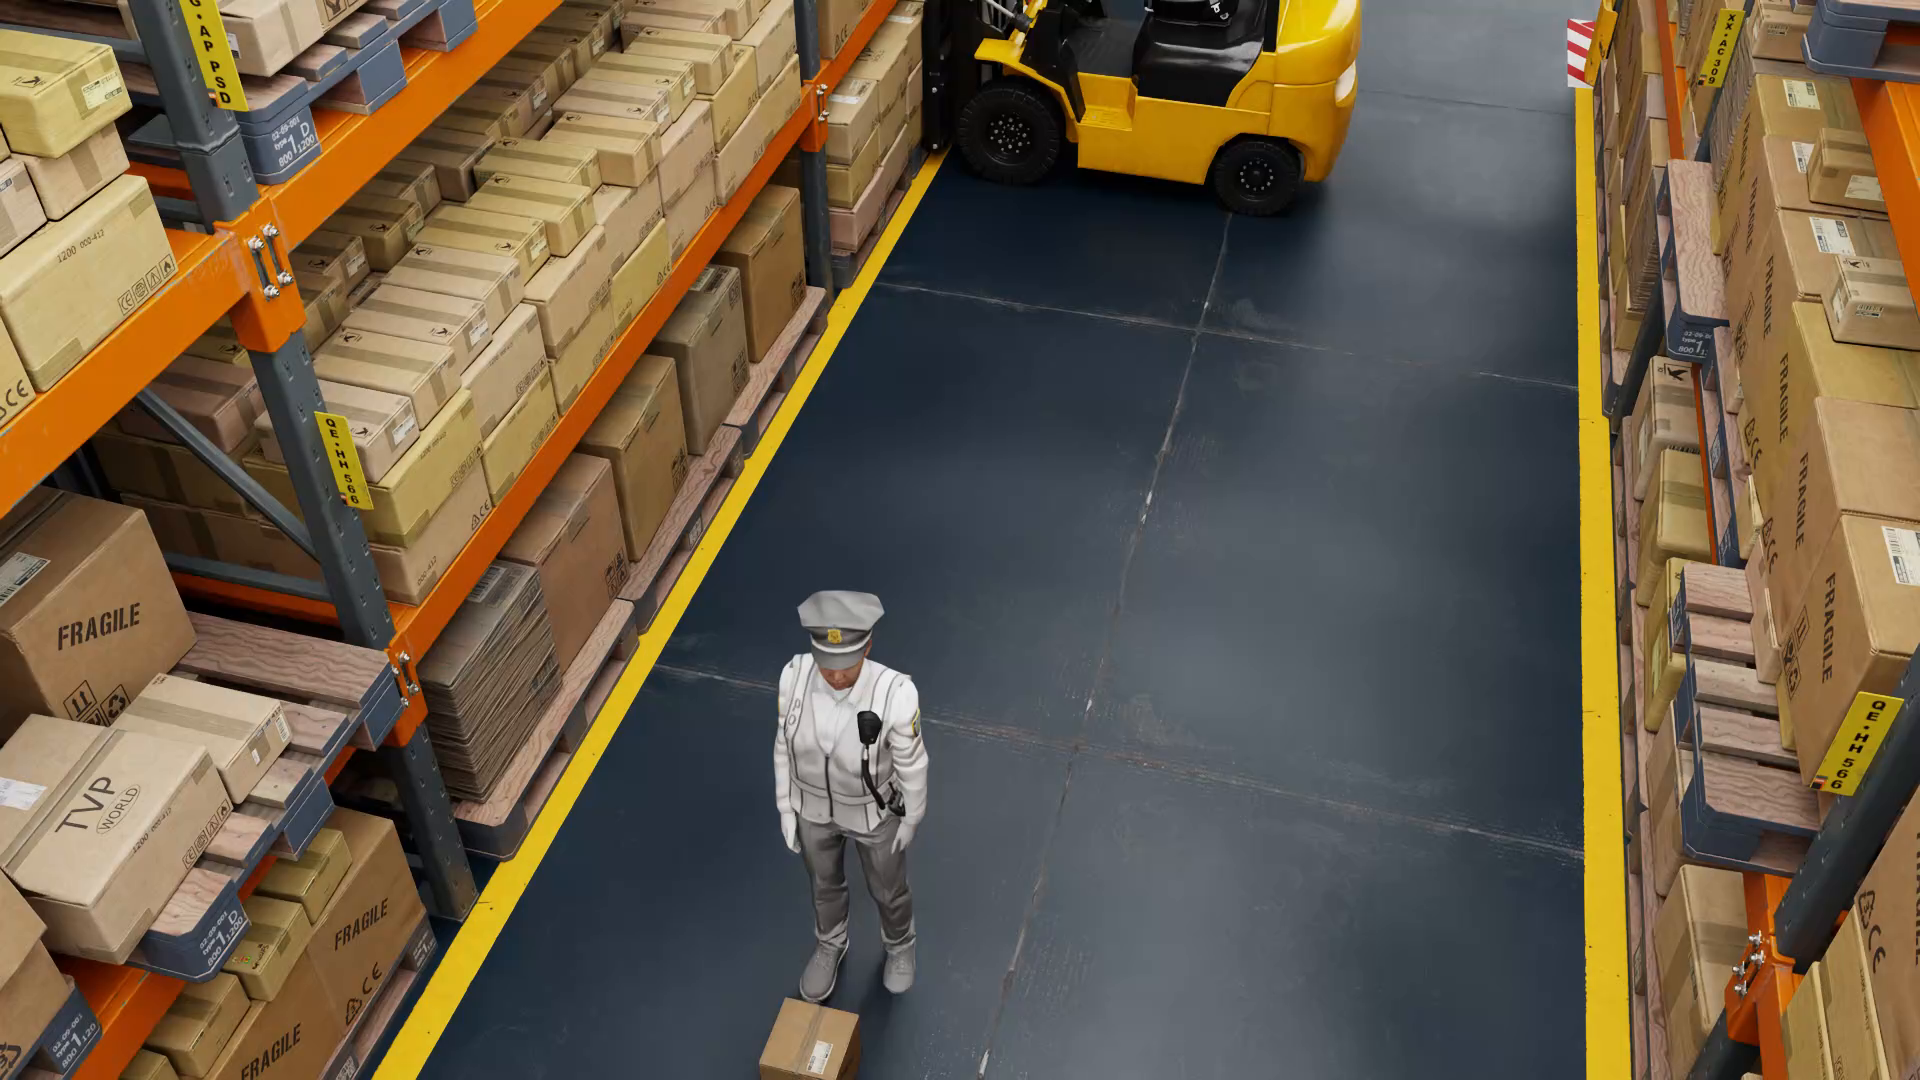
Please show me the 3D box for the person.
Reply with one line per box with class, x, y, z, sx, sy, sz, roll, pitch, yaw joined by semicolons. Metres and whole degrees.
person;-0.346;0.861;5.197;0.478;1.736;0.375;11;42;12
